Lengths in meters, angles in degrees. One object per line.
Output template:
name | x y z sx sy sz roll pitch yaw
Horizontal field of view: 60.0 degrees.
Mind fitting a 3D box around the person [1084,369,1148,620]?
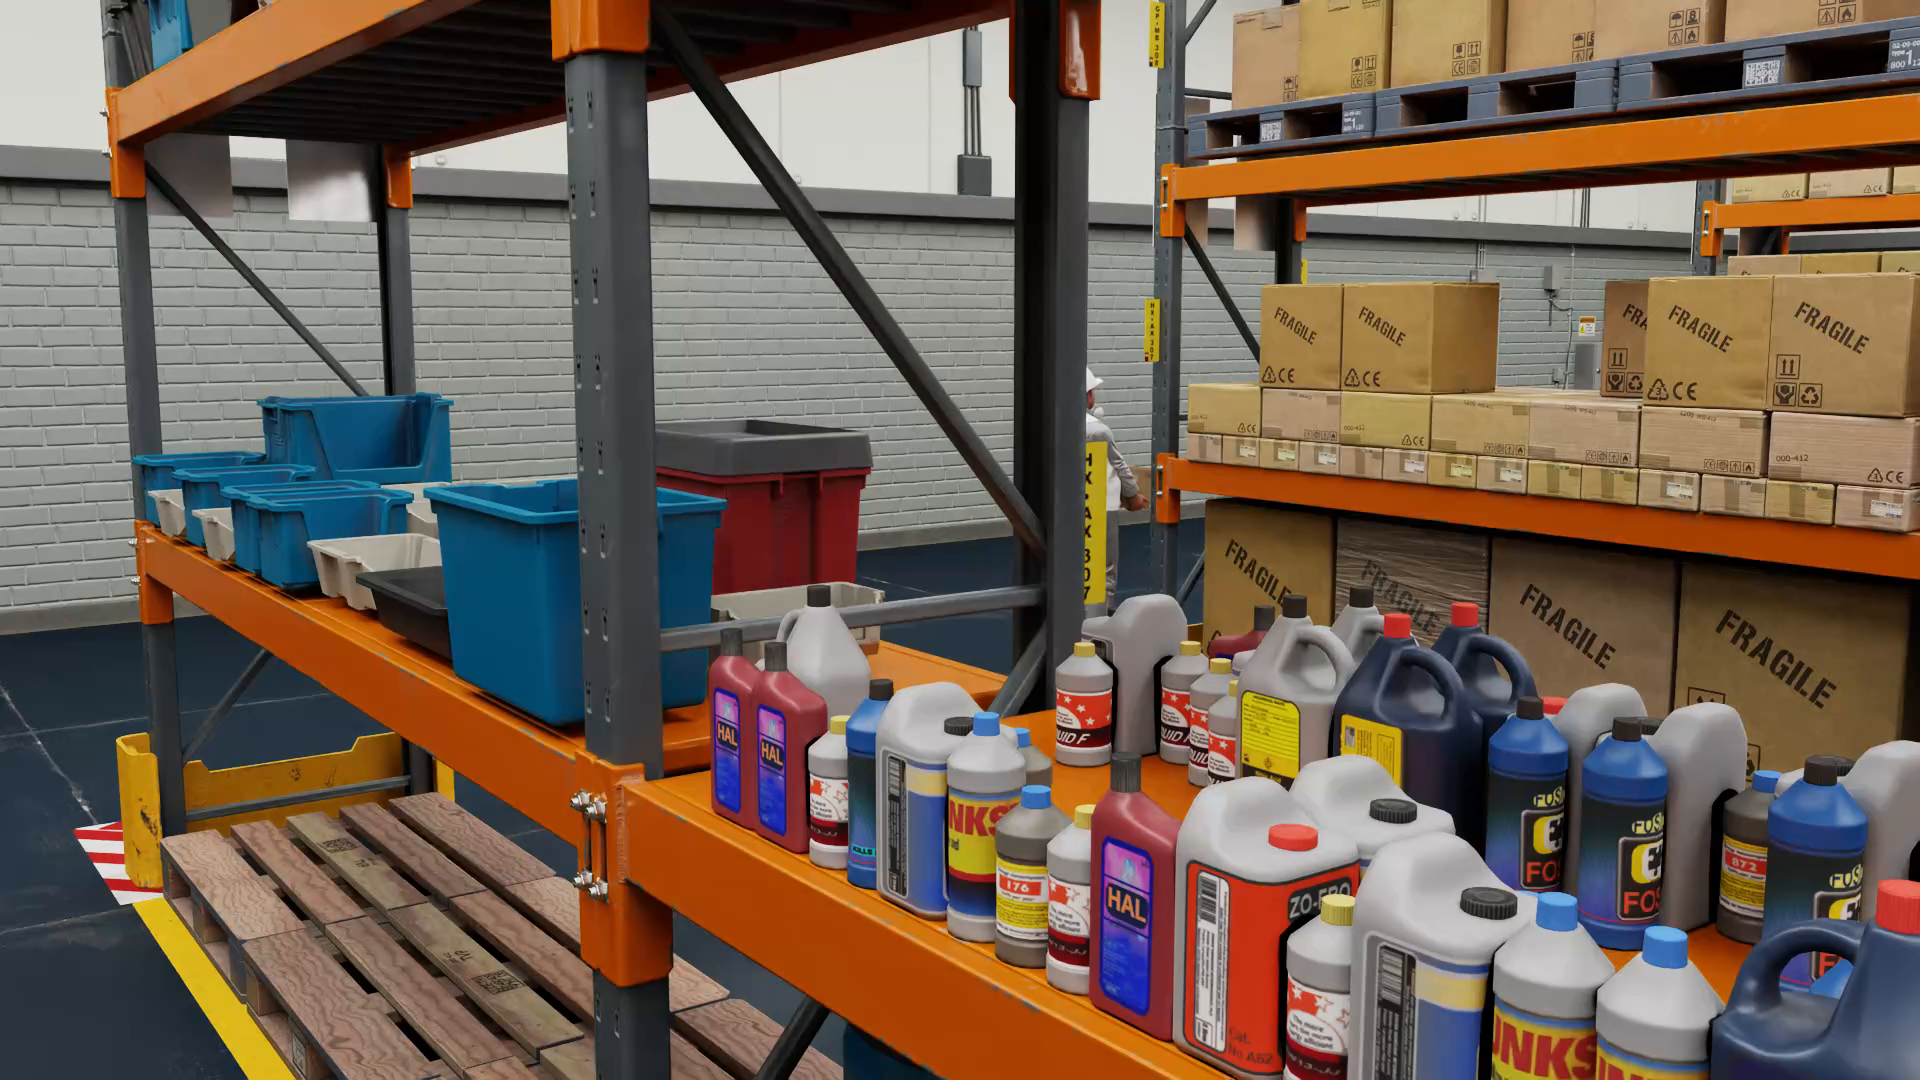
person | 0.828 -0.179 10.059 0.563 1.762 0.494 -5 9 -35
